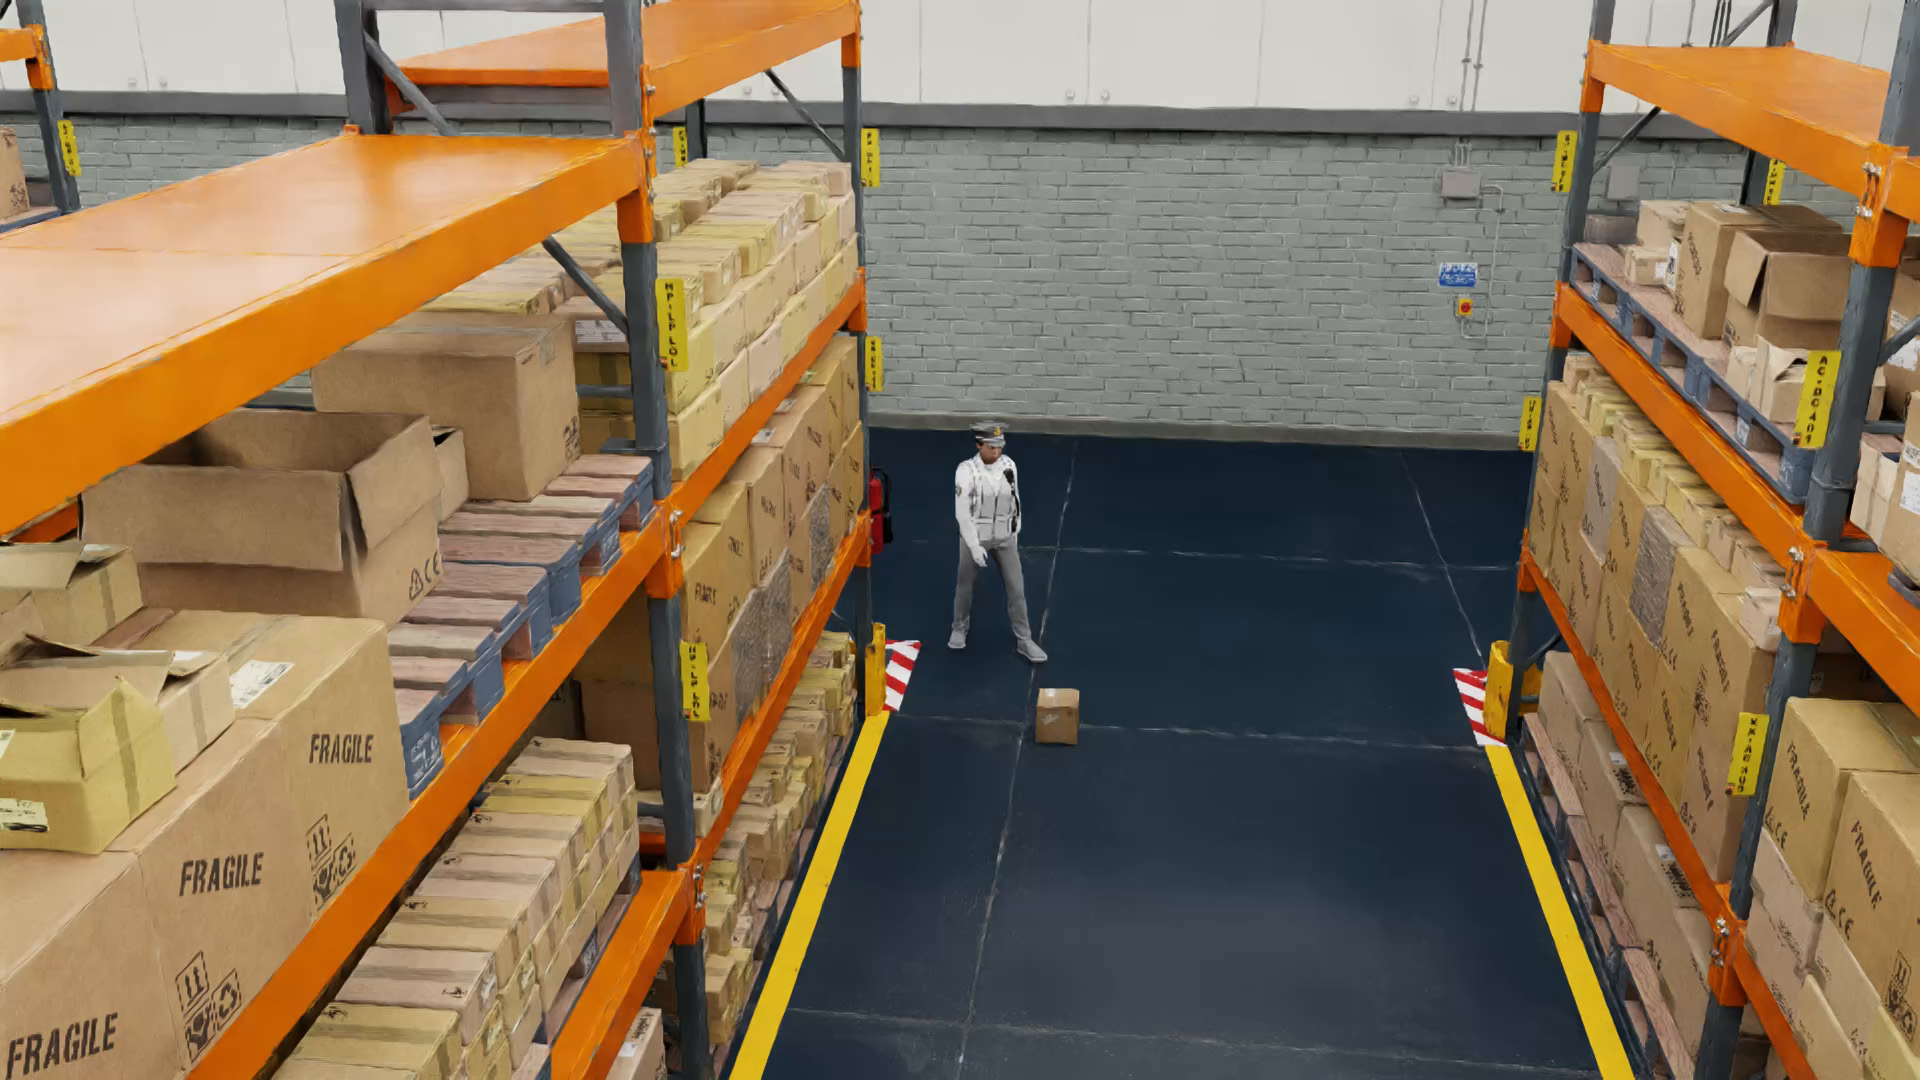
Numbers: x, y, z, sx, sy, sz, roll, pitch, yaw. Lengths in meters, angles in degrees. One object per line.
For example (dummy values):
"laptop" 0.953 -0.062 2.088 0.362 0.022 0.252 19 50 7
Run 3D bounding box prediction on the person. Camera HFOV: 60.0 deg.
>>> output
"person" 0.235 -0.013 11.085 0.567 1.642 0.666 -7 22 -18
